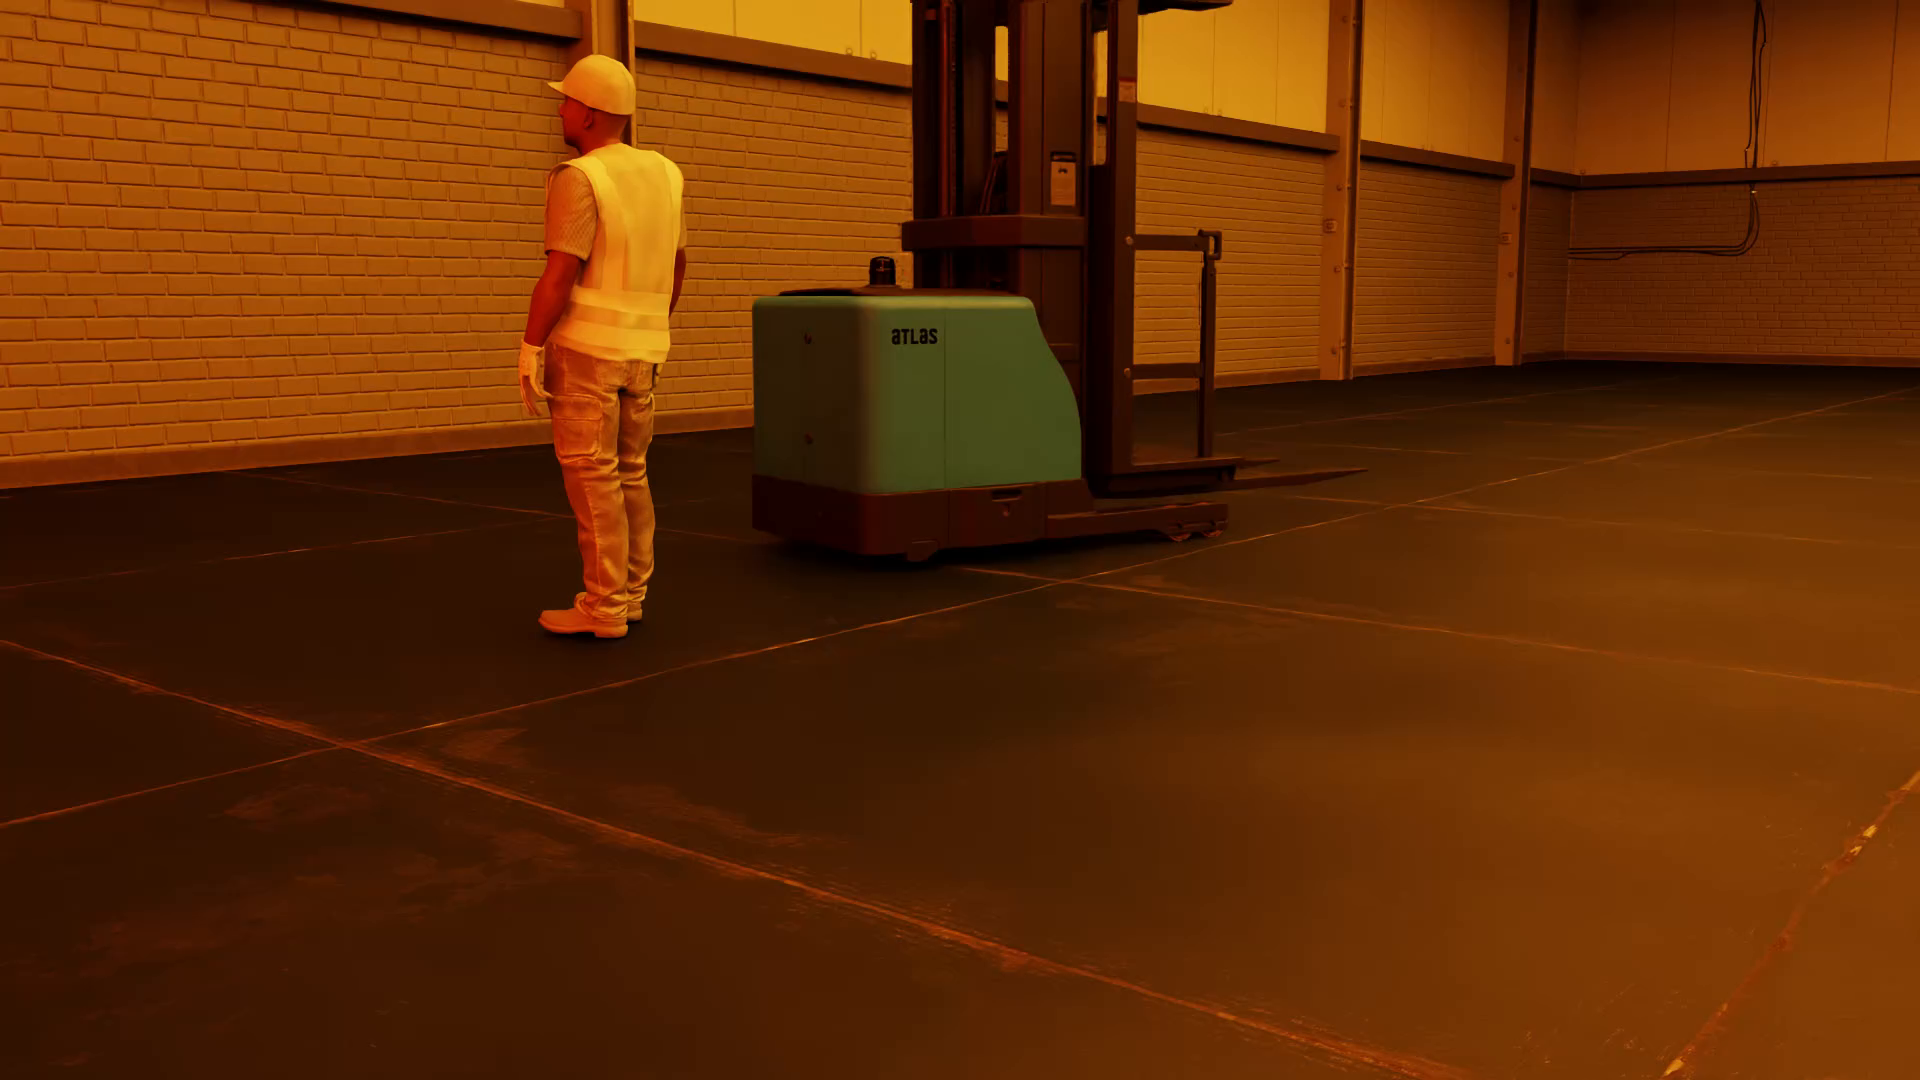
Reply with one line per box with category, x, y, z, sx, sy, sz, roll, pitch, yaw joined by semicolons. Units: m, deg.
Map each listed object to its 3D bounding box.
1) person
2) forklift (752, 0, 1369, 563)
person;-1.175;-0.587;5.210;0.579;1.781;0.656;4;9;27
forklift;0.600;-1.499;7.528;3.031;2.935;1.130;-6;10;-34
